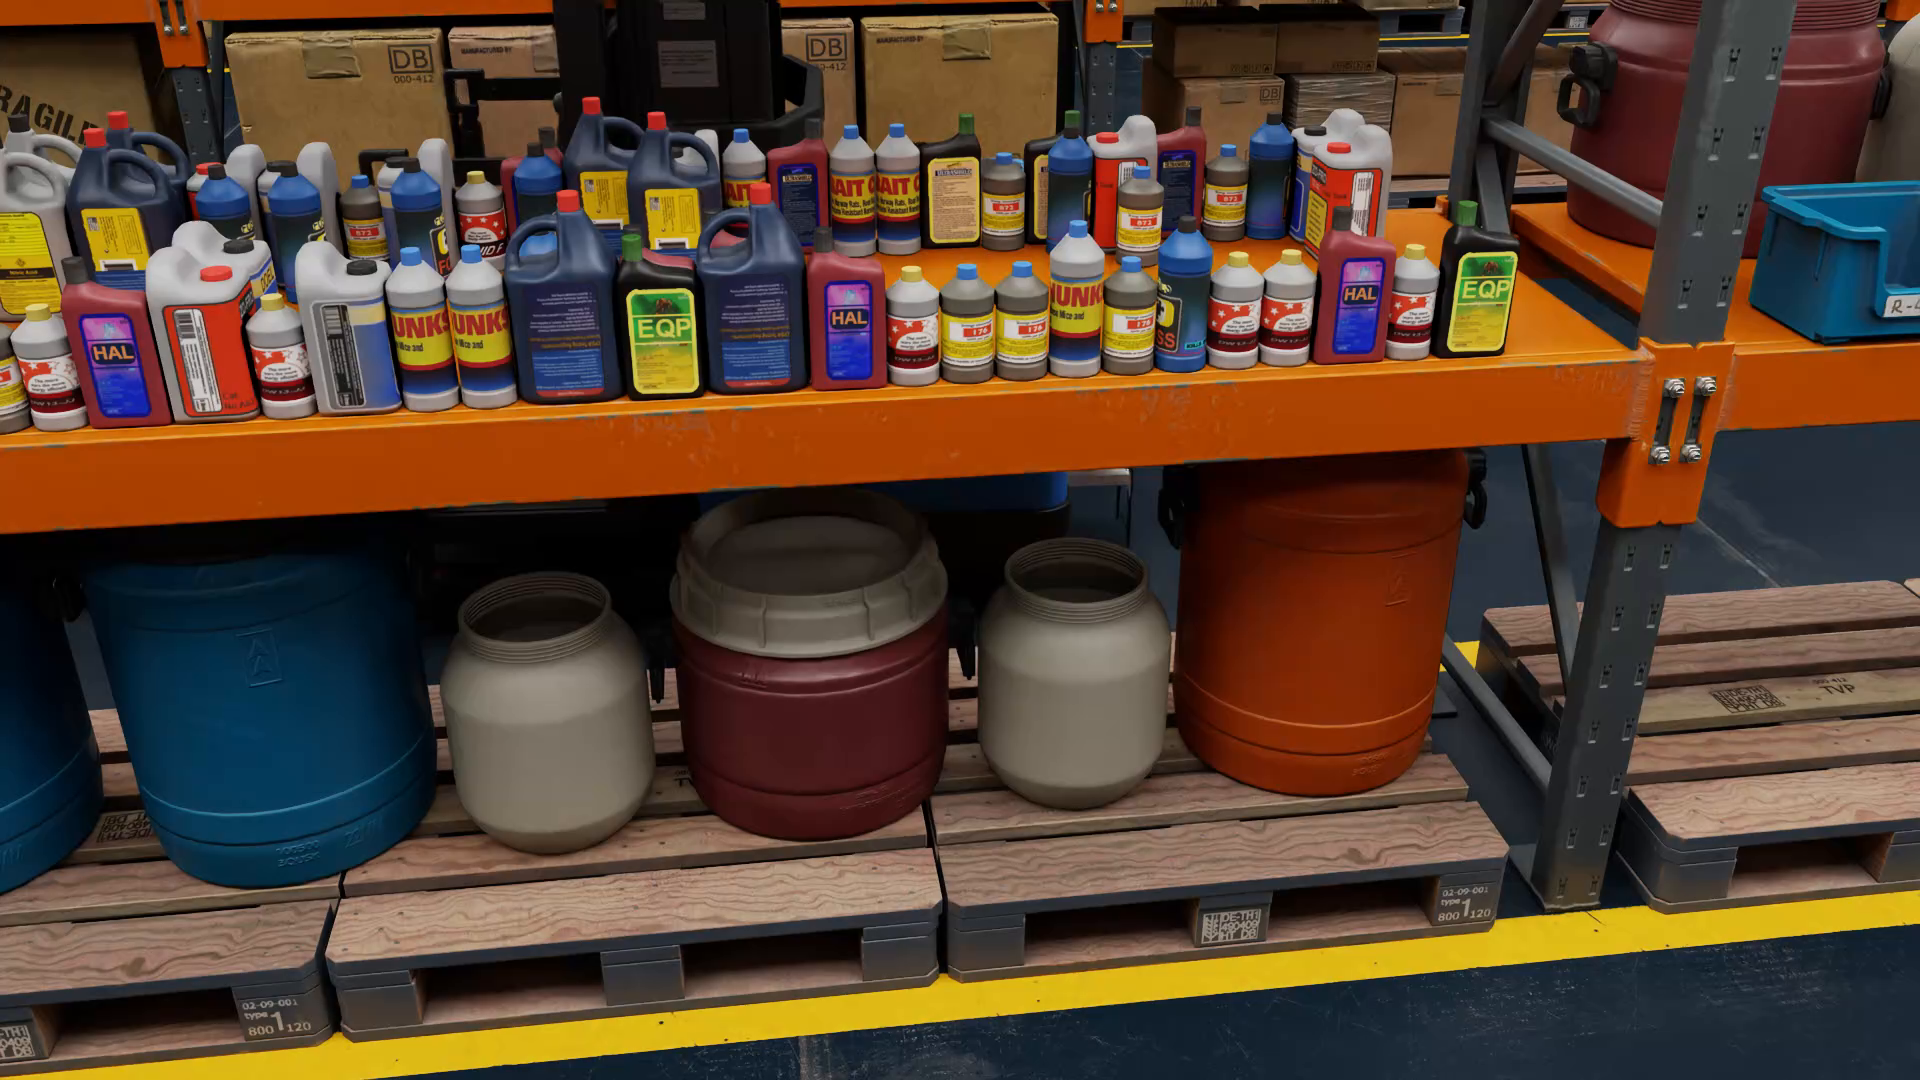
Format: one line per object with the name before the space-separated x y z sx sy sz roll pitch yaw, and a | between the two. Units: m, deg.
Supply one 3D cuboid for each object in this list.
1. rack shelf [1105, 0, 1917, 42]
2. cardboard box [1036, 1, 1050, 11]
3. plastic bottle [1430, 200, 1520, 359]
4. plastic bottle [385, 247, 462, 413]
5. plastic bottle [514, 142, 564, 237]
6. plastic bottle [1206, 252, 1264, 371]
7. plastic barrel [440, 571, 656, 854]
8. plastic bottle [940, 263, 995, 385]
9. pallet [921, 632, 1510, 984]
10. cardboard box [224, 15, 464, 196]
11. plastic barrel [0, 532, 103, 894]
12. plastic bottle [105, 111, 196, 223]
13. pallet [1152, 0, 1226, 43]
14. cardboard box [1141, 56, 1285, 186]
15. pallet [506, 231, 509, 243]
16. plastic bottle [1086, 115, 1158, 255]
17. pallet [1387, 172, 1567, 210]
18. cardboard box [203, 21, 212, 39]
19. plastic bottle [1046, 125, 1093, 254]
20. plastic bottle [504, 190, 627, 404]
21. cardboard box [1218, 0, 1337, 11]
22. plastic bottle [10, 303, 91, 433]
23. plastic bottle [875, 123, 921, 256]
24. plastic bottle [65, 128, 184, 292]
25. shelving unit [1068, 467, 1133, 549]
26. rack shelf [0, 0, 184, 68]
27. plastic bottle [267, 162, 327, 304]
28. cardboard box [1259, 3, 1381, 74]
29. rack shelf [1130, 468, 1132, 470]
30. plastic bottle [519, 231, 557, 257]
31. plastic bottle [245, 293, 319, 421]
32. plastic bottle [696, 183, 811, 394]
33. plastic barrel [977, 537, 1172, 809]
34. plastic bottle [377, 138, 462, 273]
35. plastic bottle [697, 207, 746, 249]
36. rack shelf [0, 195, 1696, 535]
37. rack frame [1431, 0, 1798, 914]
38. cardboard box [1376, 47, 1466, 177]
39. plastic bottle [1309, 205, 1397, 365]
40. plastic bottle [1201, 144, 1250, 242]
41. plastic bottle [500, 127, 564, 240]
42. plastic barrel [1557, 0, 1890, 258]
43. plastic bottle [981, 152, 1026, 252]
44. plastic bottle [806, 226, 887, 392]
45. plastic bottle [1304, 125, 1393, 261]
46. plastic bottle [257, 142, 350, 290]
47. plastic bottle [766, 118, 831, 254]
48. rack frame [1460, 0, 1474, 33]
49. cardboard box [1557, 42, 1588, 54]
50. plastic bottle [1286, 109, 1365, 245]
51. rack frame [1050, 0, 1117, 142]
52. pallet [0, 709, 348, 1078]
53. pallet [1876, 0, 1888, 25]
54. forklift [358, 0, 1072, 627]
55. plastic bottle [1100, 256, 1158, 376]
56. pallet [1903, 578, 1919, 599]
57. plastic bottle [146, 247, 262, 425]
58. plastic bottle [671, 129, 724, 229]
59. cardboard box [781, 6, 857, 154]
rack shelf | 2.568 -2.790 8.189 4.000 0.370 1.077 -4 27 -7
cardboard box | 0.612 -4.415 12.574 0.750 0.750 1.050 -4 27 -8
plastic bottle | 0.936 -0.473 3.014 0.133 0.283 0.061 -4 27 -7
plastic bottle | -0.907 -0.358 2.803 0.097 0.271 0.097 0 27 0
plastic bottle | -0.863 -0.683 3.435 0.097 0.271 0.097 0 27 0
plastic bottle | 0.494 -0.417 2.994 0.097 0.201 0.097 0 27 0
plastic barrel | -0.870 0.363 3.521 0.421 0.512 0.421 0 27 0
plastic bottle | 0.012 -0.386 2.934 0.097 0.201 0.097 0 27 0
pallet | 0.502 0.566 3.916 1.213 0.211 1.003 -4 27 -7
cardboard box | -2.743 -2.020 7.768 0.875 0.875 1.225 -4 27 -7
plastic barrel | -2.143 0.231 3.353 0.708 0.901 0.600 -4 27 -7
plastic bottle | -1.636 -0.685 3.354 0.185 0.351 0.144 -4 27 -7
pallet | 1.993 -4.083 12.976 1.213 0.211 1.003 -4 27 -7
cardboard box | 1.248 -2.118 8.348 0.500 0.500 0.700 -5 28 -10
pallet | -2.620 -1.571 8.080 1.213 0.211 1.003 -4 27 -7
plastic bottle | 0.346 -0.778 3.616 0.135 0.276 0.152 -4 27 -7
pallet | 2.567 -1.867 8.658 1.213 0.211 1.003 -4 27 -7
cardboard box | -5.331 -3.651 11.742 0.250 0.149 0.380 -4 27 -7
plastic bottle | 0.235 -0.753 3.573 0.097 0.271 0.097 0 27 0
plastic bottle | -0.674 -0.419 2.835 0.185 0.351 0.144 -4 27 -7
cardboard box | 2.399 -4.532 12.801 0.750 0.750 1.050 -4 27 -7
plastic bottle | -1.499 -0.289 2.745 0.097 0.201 0.097 0 27 0
plastic bottle | -0.134 -0.757 3.581 0.097 0.271 0.097 0 27 0
plastic bottle | -1.616 -0.620 3.227 0.185 0.351 0.144 -4 27 -7
shelving unit | 0.413 -0.409 5.062 0.210 0.900 0.258 -2 27 -3
rack shelf | -5.354 -2.281 7.198 4.000 0.370 1.077 -4 27 -7
plastic bottle | -1.308 -0.612 3.298 0.097 0.271 0.097 0 27 0
cardboard box | 1.770 -2.494 8.260 0.500 0.250 0.500 -1 27 -1
rack shelf | 0.413 -0.299 5.118 0.200 0.077 0.258 -2 27 -3
plastic bottle | -0.734 -0.435 2.954 0.097 0.271 0.097 0 27 0
plastic bottle | -1.137 -0.312 2.790 0.097 0.201 0.097 0 27 0
plastic bottle | -0.359 -0.439 2.874 0.185 0.351 0.144 -4 27 -7
plastic barrel | 0.248 0.292 3.661 0.421 0.512 0.421 0 27 0
plastic bottle | -1.114 -0.684 3.433 0.135 0.276 0.152 -4 27 -7
plastic bottle | -0.399 -0.454 2.977 0.133 0.283 0.061 -4 27 -7
rack shelf | -0.703 -0.296 3.330 4.000 0.370 1.077 -4 27 -7
rack frame | 1.277 -0.744 3.414 0.127 3.000 1.000 -4 27 -7
cardboard box | 2.356 -2.198 8.505 0.500 0.500 0.700 -1 27 -3
plastic bottle | 0.708 -0.458 2.986 0.133 0.283 0.061 -4 27 -7
plastic bottle | 0.589 -0.773 3.688 0.097 0.201 0.097 0 27 0
plastic bottle | -0.892 -0.722 3.500 0.133 0.283 0.061 -4 27 -7
plastic barrel | 1.695 -0.971 3.707 0.708 0.536 0.600 -4 27 -7
plastic bottle | 0.095 -0.741 3.626 0.097 0.201 0.097 0 27 0
plastic bottle | -0.196 -0.400 2.872 0.133 0.283 0.061 -4 27 -7
plastic bottle | 0.825 -0.738 3.539 0.135 0.276 0.152 -4 27 -7
plastic bottle | -1.344 -0.669 3.404 0.135 0.276 0.152 -4 27 -7
plastic bottle | -0.347 -0.757 3.568 0.133 0.283 0.061 -4 27 -7
rack frame | 3.957 -5.486 12.656 0.127 3.000 1.000 -4 27 -7
cardboard box | 3.462 -2.270 8.644 0.500 0.500 0.700 -4 27 -7
plastic bottle | 0.804 -0.807 3.673 0.135 0.276 0.152 -4 27 -7
rack frame | 0.587 -2.983 7.777 0.127 3.000 1.000 -4 27 -7
pallet | -1.914 0.721 3.613 1.213 0.211 1.003 -4 27 -7
pallet | 7.137 -4.413 13.620 1.213 0.211 1.003 -4 27 -7
forklift | -1.215 -1.306 4.584 3.031 2.935 1.130 -2 27 -3
plastic bottle | 0.302 -0.404 2.970 0.097 0.201 0.097 0 27 0
pallet | 3.255 0.389 4.260 1.213 0.211 1.003 -4 27 -7
plastic bottle | -1.255 -0.350 2.783 0.135 0.276 0.152 -4 27 -7
plastic bottle | -0.570 -0.719 3.501 0.135 0.276 0.152 -4 27 -7
cardboard box | -0.983 -2.137 7.996 0.875 0.875 1.225 -4 27 -7
